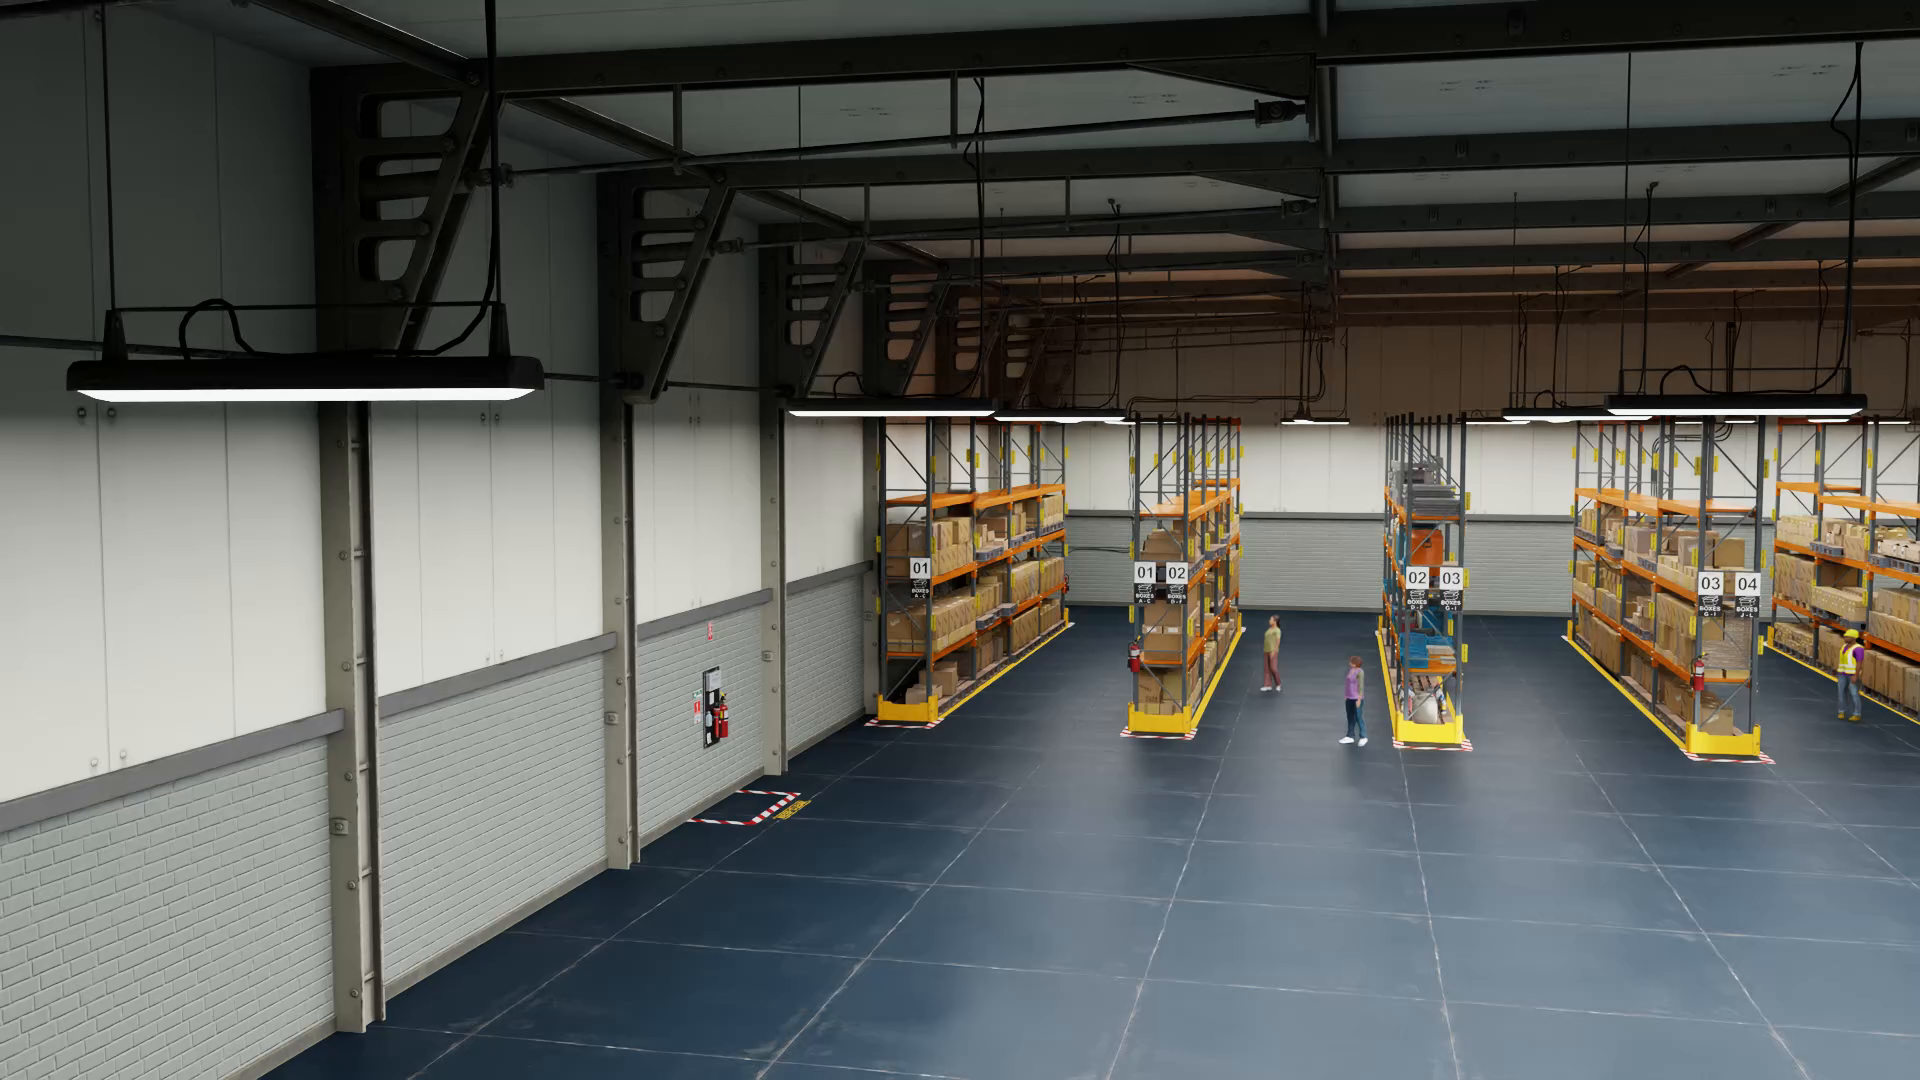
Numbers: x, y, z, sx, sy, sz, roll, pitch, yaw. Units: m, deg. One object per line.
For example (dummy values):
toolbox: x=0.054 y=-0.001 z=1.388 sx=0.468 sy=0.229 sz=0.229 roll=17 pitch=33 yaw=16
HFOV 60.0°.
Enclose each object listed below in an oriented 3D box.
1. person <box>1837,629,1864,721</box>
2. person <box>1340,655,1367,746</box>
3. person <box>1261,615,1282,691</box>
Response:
person: x=17.404 y=2.633 z=32.555 sx=0.451 sy=1.773 sz=0.581 roll=-2 pitch=4 yaw=-27
person: x=7.118 y=2.903 z=30.093 sx=0.361 sy=1.633 sz=0.494 roll=-2 pitch=4 yaw=-29
person: x=6.794 y=2.453 z=36.142 sx=0.457 sy=1.661 sz=0.489 roll=-3 pitch=5 yaw=-38
